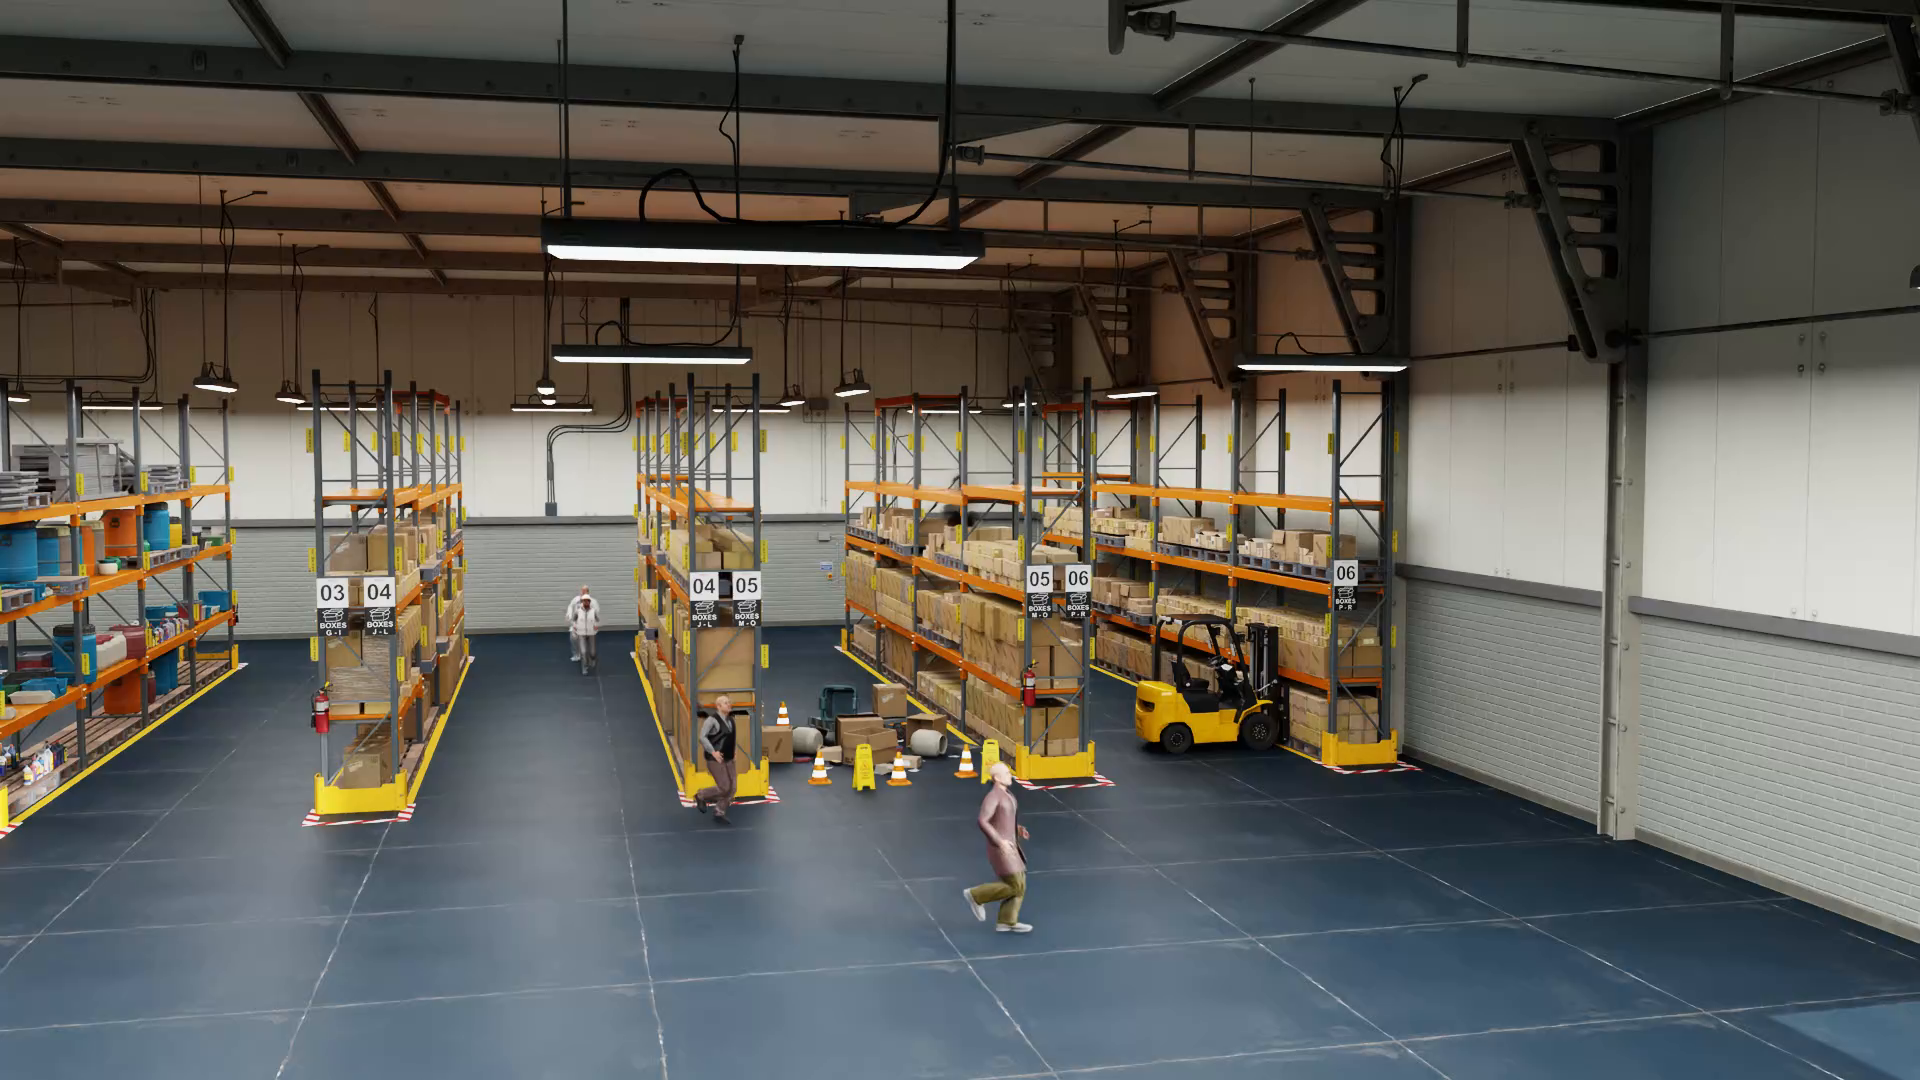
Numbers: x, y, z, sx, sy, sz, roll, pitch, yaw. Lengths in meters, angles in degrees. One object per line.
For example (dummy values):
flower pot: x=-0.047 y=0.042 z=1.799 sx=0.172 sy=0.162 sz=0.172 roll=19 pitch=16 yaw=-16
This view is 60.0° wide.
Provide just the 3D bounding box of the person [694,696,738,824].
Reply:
person: x=-3.231 y=2.903 z=22.032 sx=0.568 sy=1.690 sz=0.651 roll=2 pitch=4 yaw=25

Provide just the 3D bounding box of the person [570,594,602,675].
person: x=-8.140 y=2.051 z=36.224 sx=0.688 sy=1.729 sz=0.707 roll=-1 pitch=3 yaw=-12

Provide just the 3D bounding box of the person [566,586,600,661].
person: x=-8.787 y=1.980 z=38.439 sx=0.767 sy=1.668 sz=0.627 roll=2 pitch=4 yaw=28

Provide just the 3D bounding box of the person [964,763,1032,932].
person: x=0.398 y=3.150 z=17.041 sx=0.702 sy=1.734 sz=0.726 roll=1 pitch=3 yaw=13
